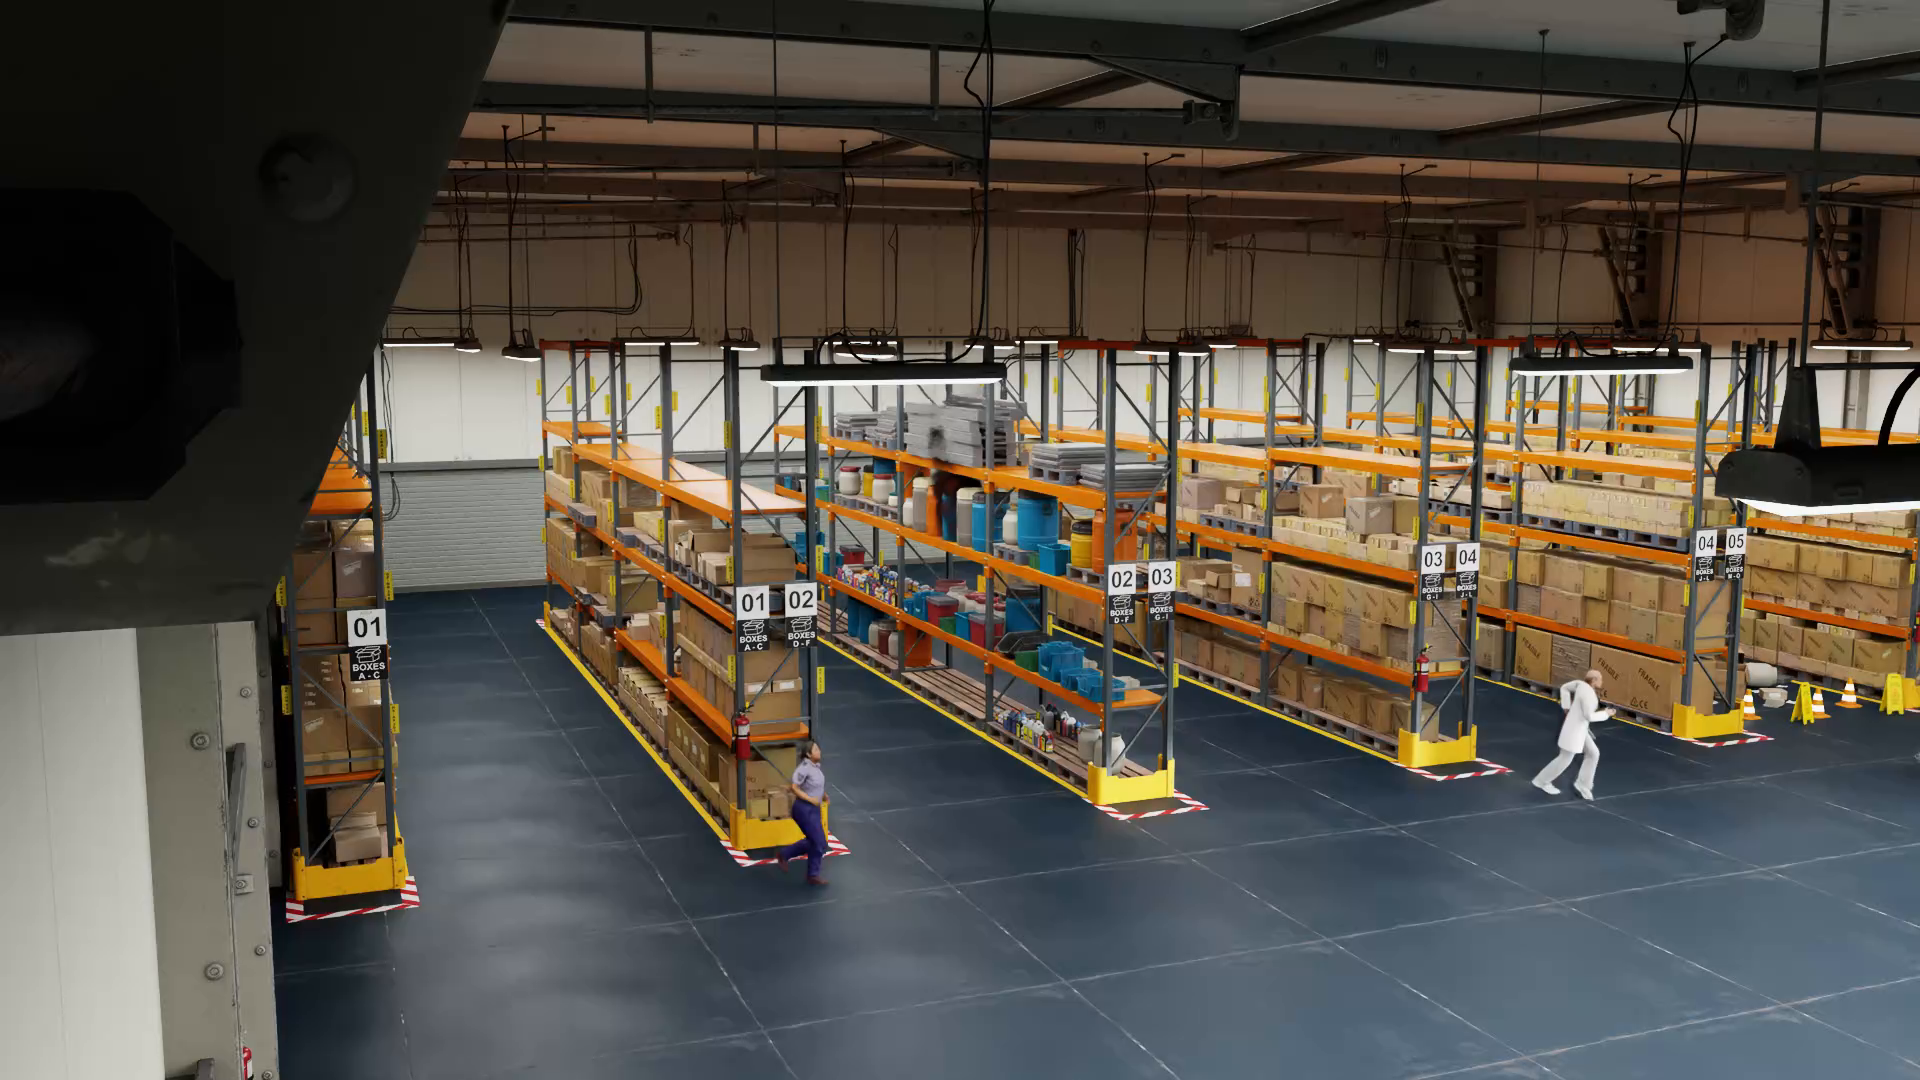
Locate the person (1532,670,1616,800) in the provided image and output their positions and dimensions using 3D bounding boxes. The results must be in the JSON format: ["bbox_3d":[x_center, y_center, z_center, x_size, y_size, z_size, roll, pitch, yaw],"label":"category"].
[{"bbox_3d":[8.201,2.672,22.222,1.005,1.723,0.728,2,8,17],"label":"person"}]

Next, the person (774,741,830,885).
[{"bbox_3d":[-1.785,3.137,19.017,0.682,1.536,0.648,1,8,11],"label":"person"}]
